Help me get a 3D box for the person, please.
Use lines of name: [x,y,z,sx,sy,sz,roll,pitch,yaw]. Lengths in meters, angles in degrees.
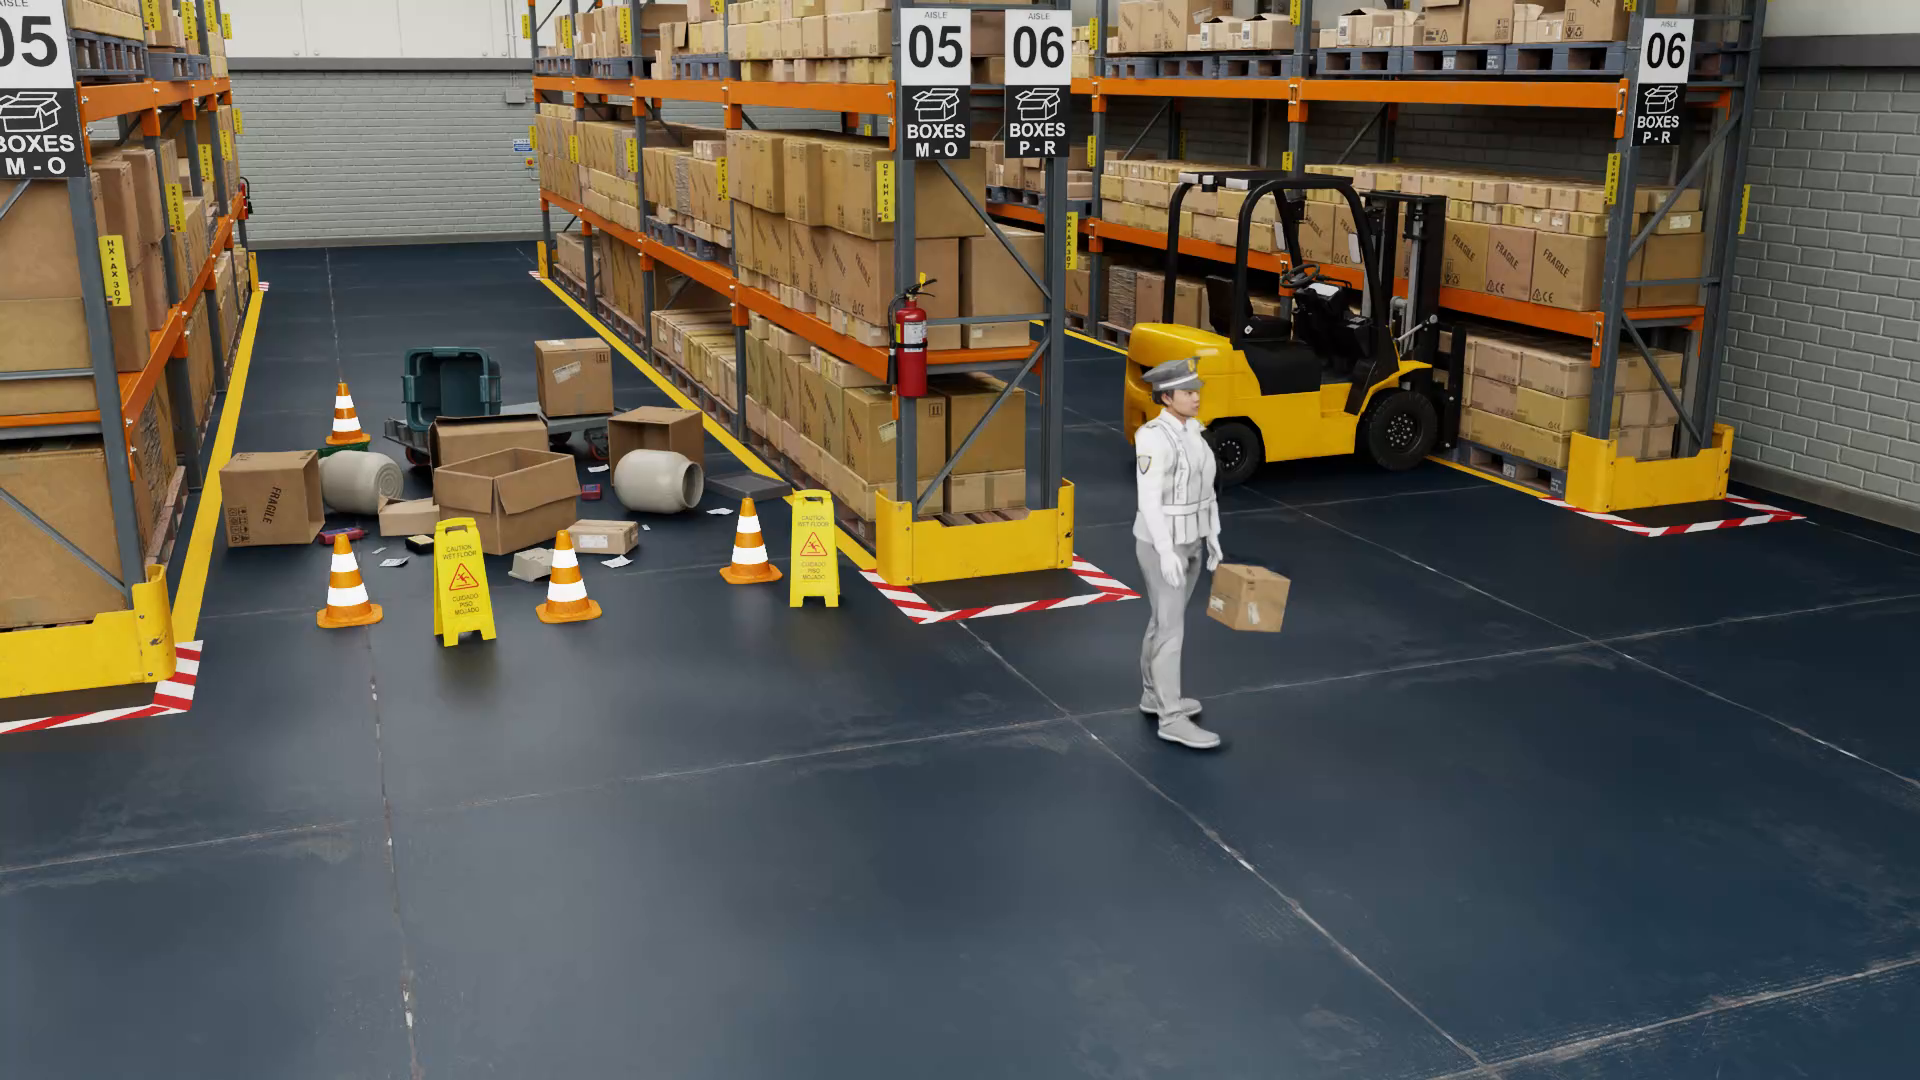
person: [1.007,0.034,7.299,0.516,1.688,0.565,11,19,34]
